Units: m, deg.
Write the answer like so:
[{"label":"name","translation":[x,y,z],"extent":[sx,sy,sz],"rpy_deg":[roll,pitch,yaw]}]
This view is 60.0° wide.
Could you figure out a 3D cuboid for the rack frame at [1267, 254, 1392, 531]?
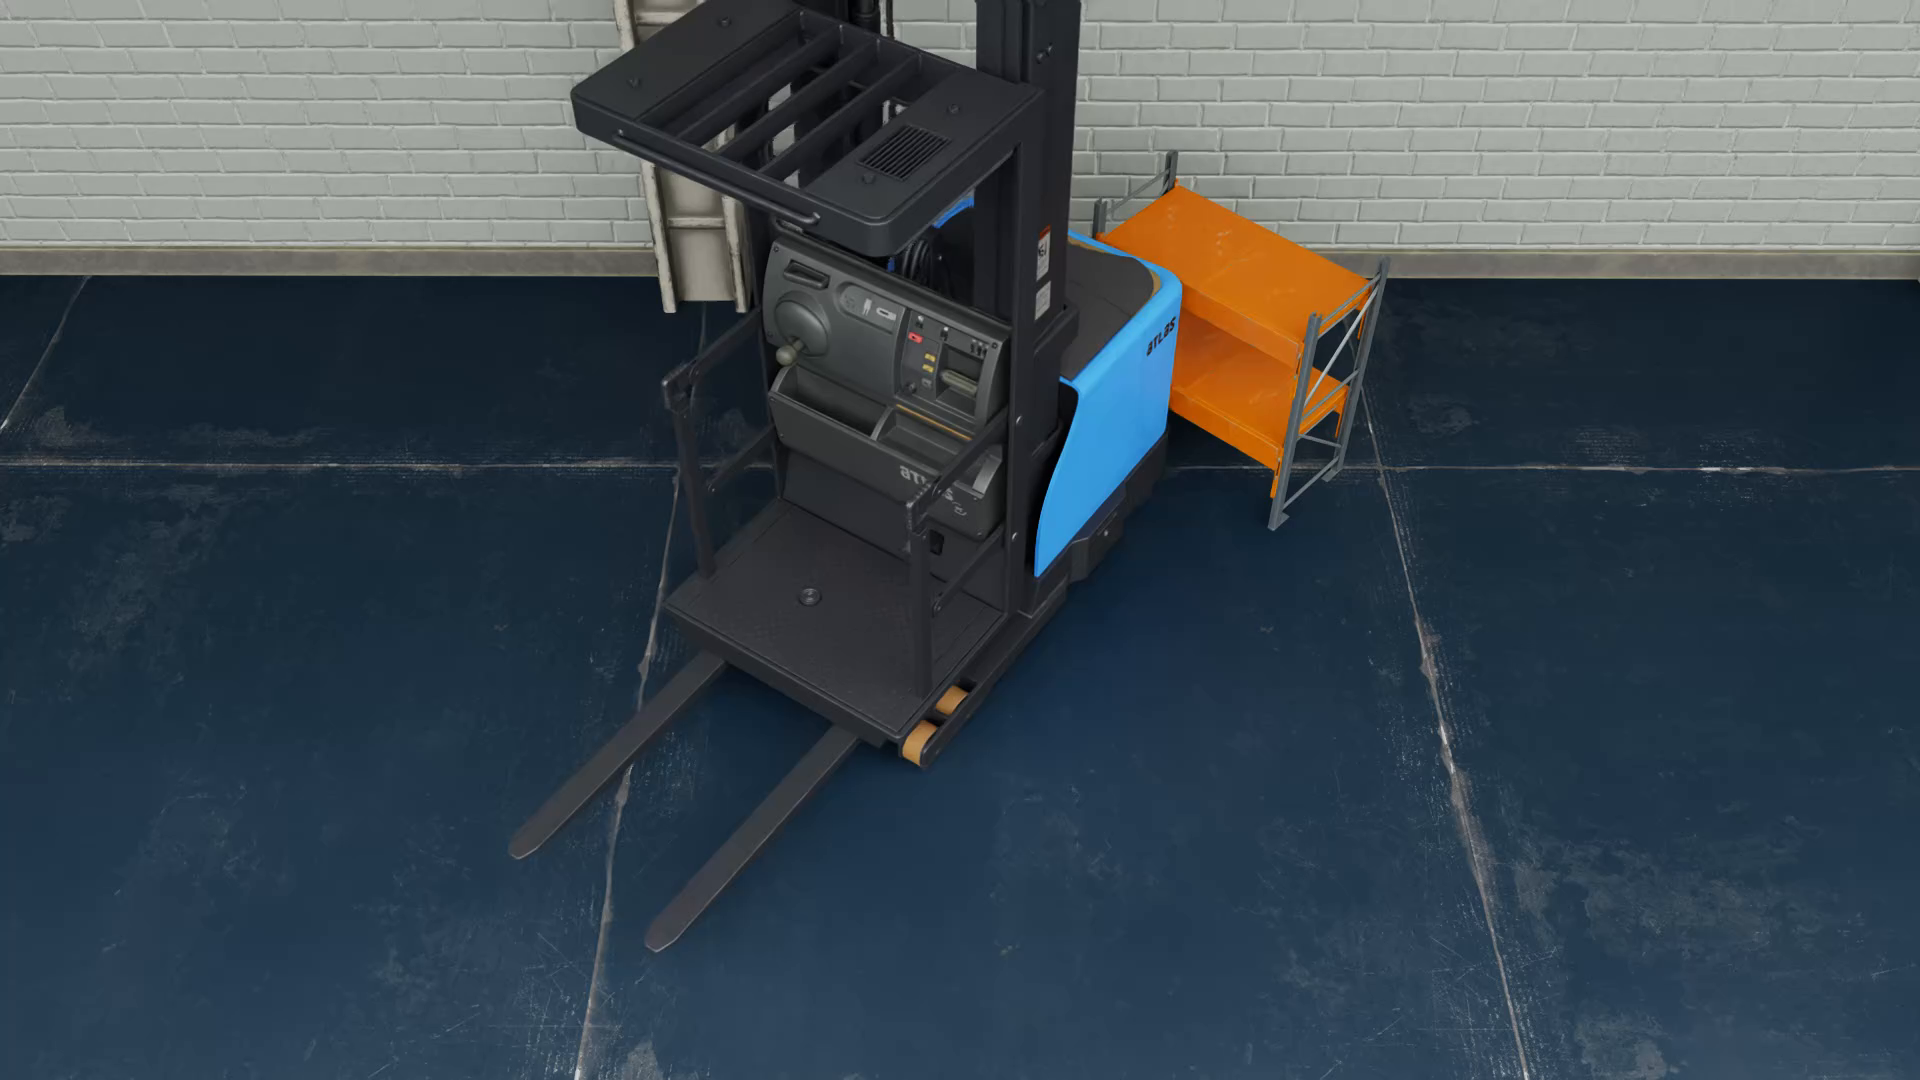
[{"label":"rack frame","translation":[1.453,-0.561,6.585],"extent":[0.032,1.125,0.500],"rpy_deg":[34,56,28]}]

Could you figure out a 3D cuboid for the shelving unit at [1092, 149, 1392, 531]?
[{"label":"shelving unit","translation":[1.081,-0.815,6.821],"extent":[1.048,1.125,0.538],"rpy_deg":[34,56,28]}]

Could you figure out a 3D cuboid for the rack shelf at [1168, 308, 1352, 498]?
[{"label":"rack shelf","translation":[1.081,-0.648,7.000],"extent":[1.000,0.278,0.538],"rpy_deg":[34,56,28]}]

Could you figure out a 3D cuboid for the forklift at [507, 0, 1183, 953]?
[{"label":"forklift","translation":[-0.386,-0.582,5.370],"extent":[1.130,2.935,3.031],"rpy_deg":[27,52,23]}]

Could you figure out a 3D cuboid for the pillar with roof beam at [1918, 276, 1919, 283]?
[{"label":"pillar with roof beam","translation":[4.789,-1.082,1.690],"extent":[0.400,9.000,9.100],"rpy_deg":[0,47,0]}]

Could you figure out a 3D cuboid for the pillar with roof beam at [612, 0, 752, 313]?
[{"label":"pillar with roof beam","translation":[-1.211,-1.099,1.706],"extent":[0.400,9.000,9.100],"rpy_deg":[0,47,0]}]

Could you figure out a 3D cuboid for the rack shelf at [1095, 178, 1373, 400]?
[{"label":"rack shelf","translation":[1.081,-1.014,6.607],"extent":[1.000,0.278,0.538],"rpy_deg":[34,56,28]}]

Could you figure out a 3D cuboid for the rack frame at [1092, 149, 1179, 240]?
[{"label":"rack frame","translation":[0.709,-1.068,7.057],"extent":[0.032,1.125,0.500],"rpy_deg":[34,56,28]}]
